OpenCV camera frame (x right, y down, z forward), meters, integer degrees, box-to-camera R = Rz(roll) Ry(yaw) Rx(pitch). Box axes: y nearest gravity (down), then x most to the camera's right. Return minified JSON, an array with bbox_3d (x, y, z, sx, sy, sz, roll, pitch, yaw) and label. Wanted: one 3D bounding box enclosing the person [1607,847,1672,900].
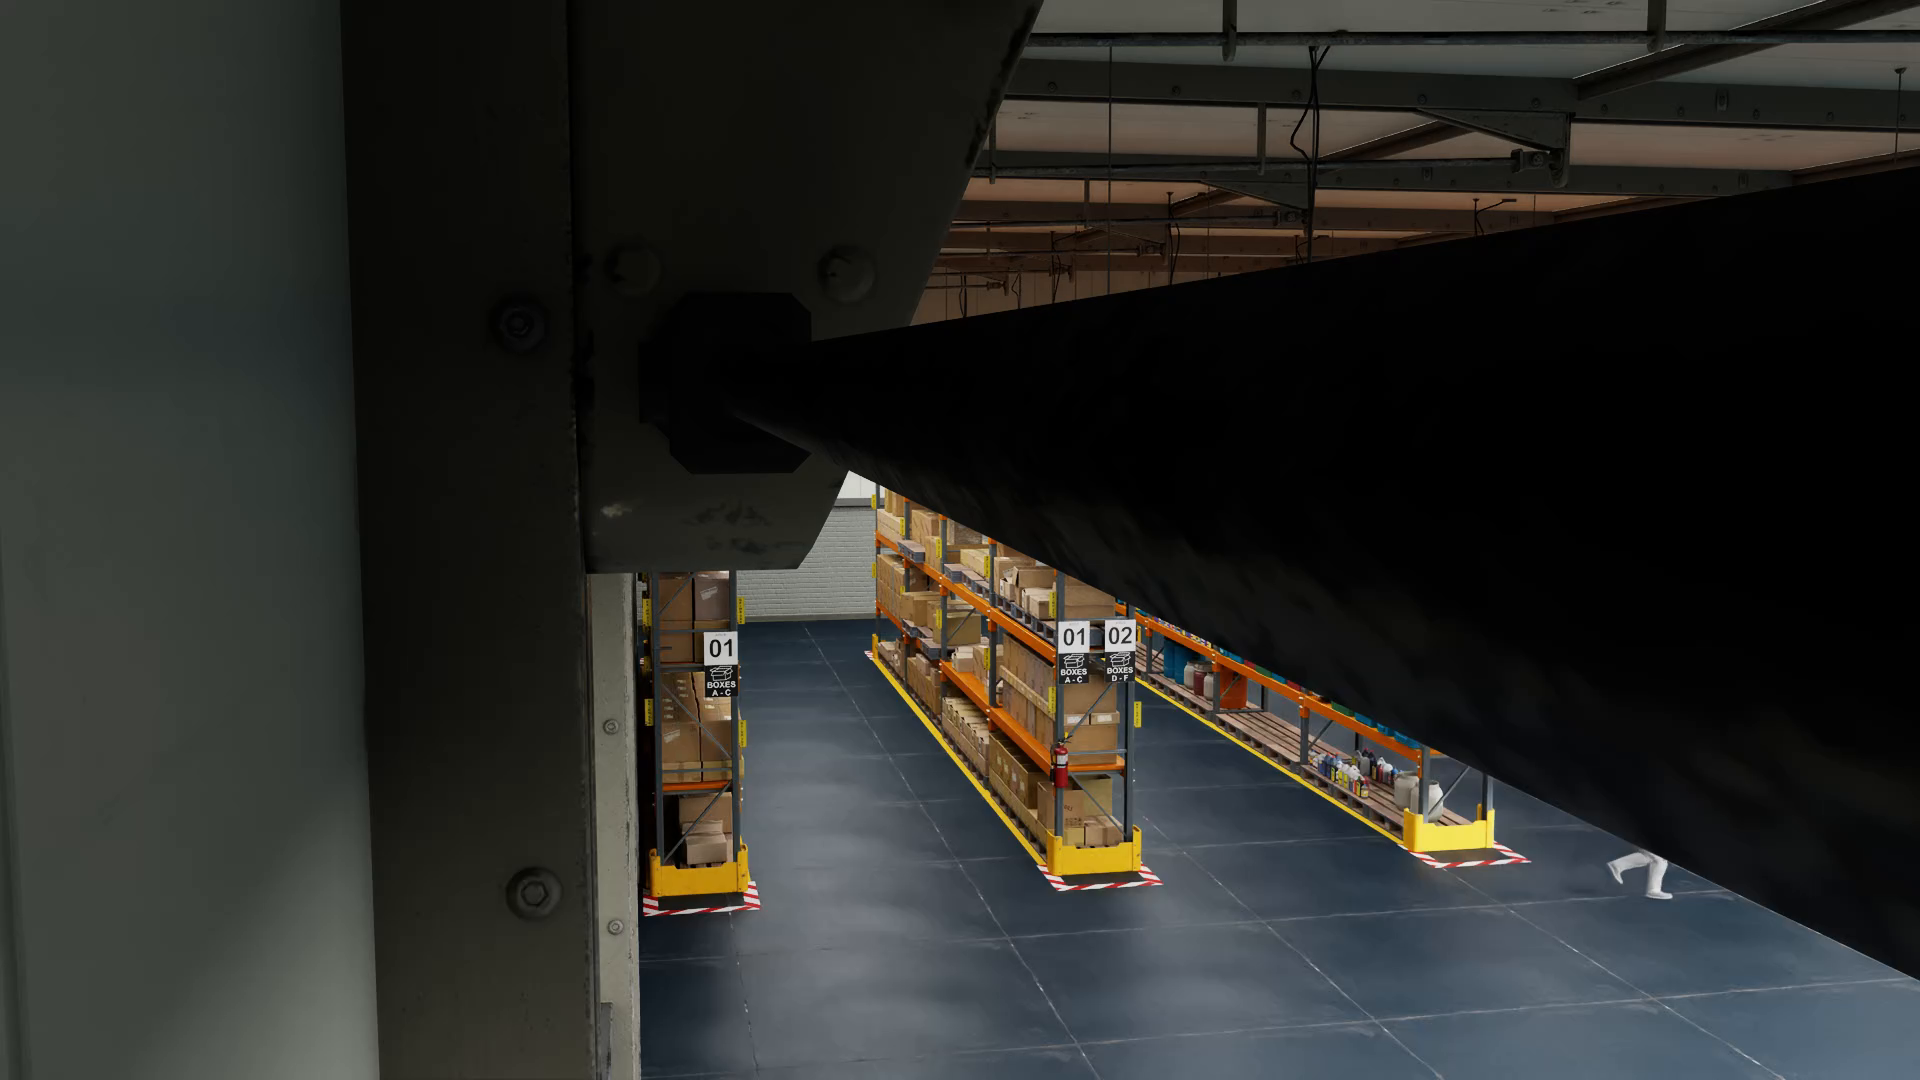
[{"bbox_3d":[8.185,3.475,19.963,0.737,1.624,0.616,2,6,20],"label":"person"}]
